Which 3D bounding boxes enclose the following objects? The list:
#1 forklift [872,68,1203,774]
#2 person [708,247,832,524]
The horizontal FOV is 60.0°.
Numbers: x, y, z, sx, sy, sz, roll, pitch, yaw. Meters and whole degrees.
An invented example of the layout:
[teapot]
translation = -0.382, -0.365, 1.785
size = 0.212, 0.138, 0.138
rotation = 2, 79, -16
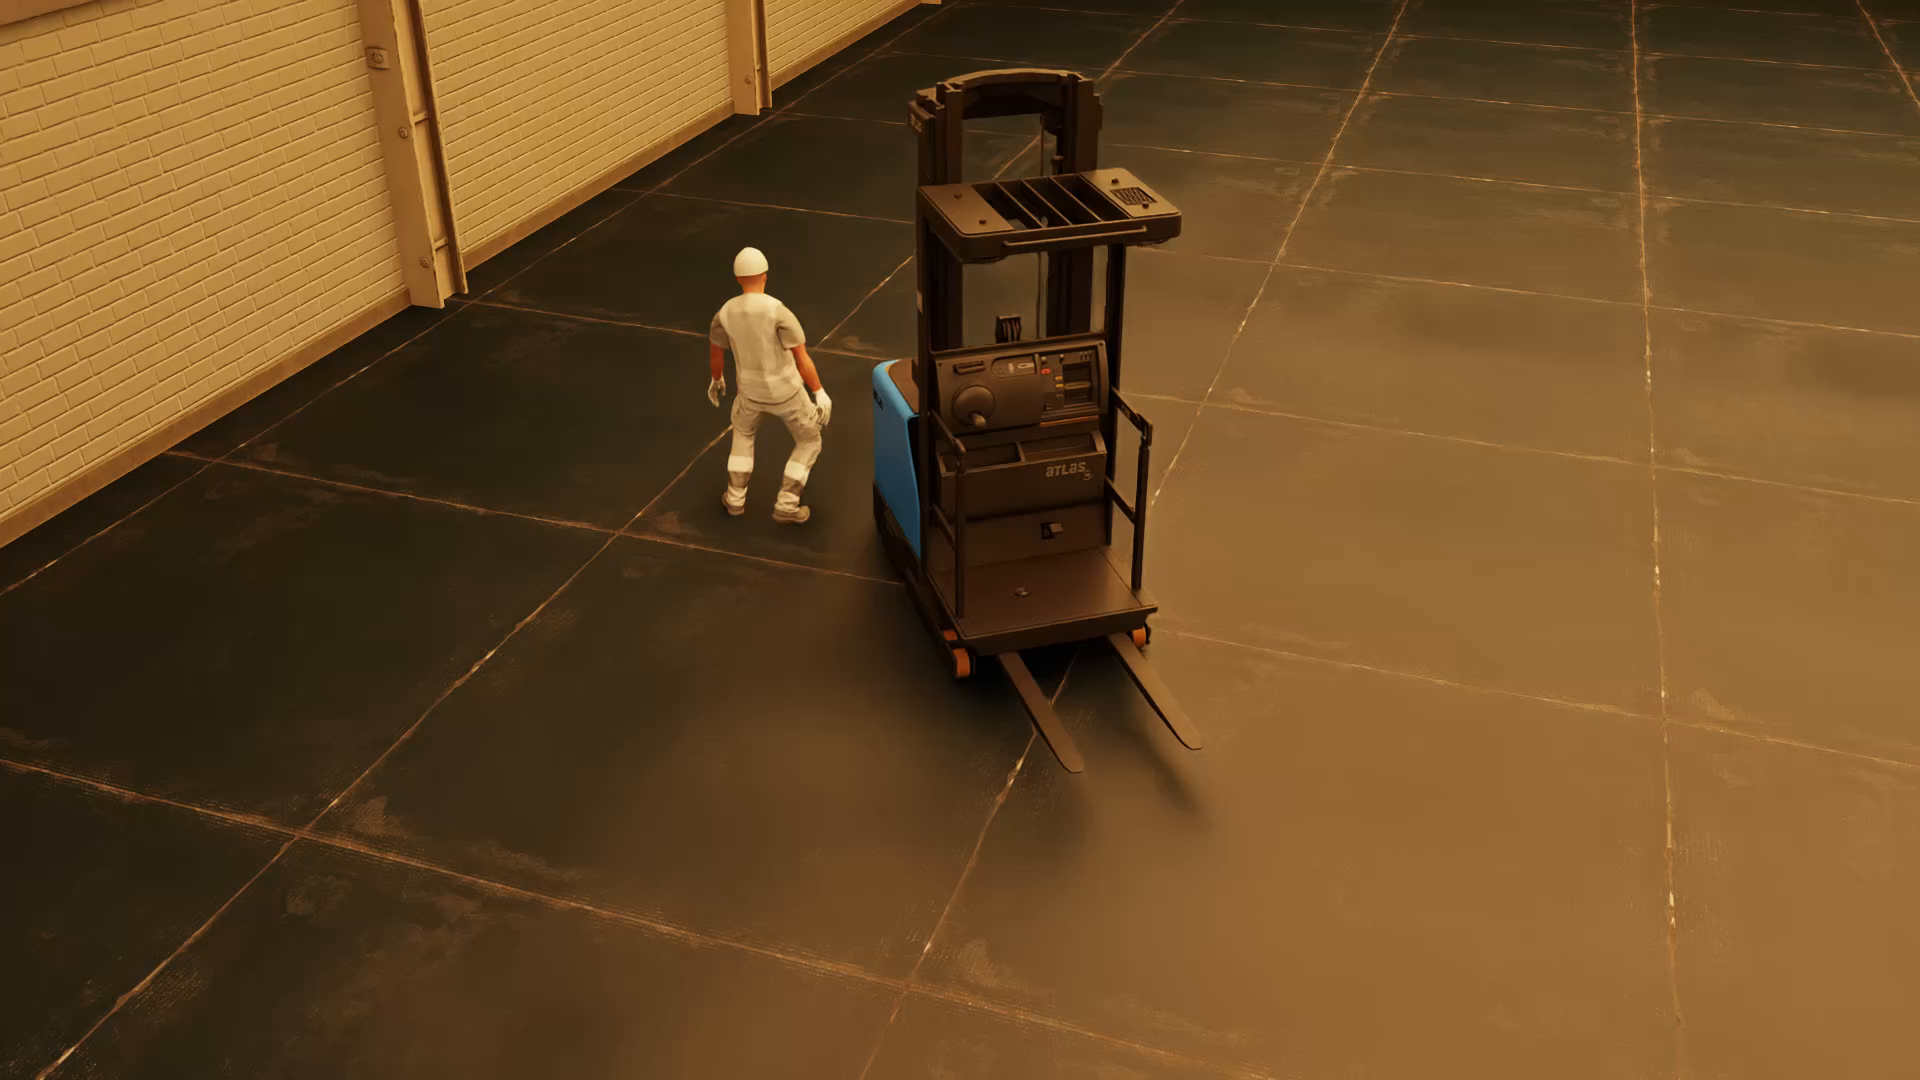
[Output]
[forklift]
translation = 0.392, -0.759, 8.468
size = 1.130, 2.935, 3.031
rotation = -9, 31, -15
[person]
translation = -1.144, -0.897, 9.959
size = 0.912, 1.696, 0.483
rotation = 14, 33, 23
